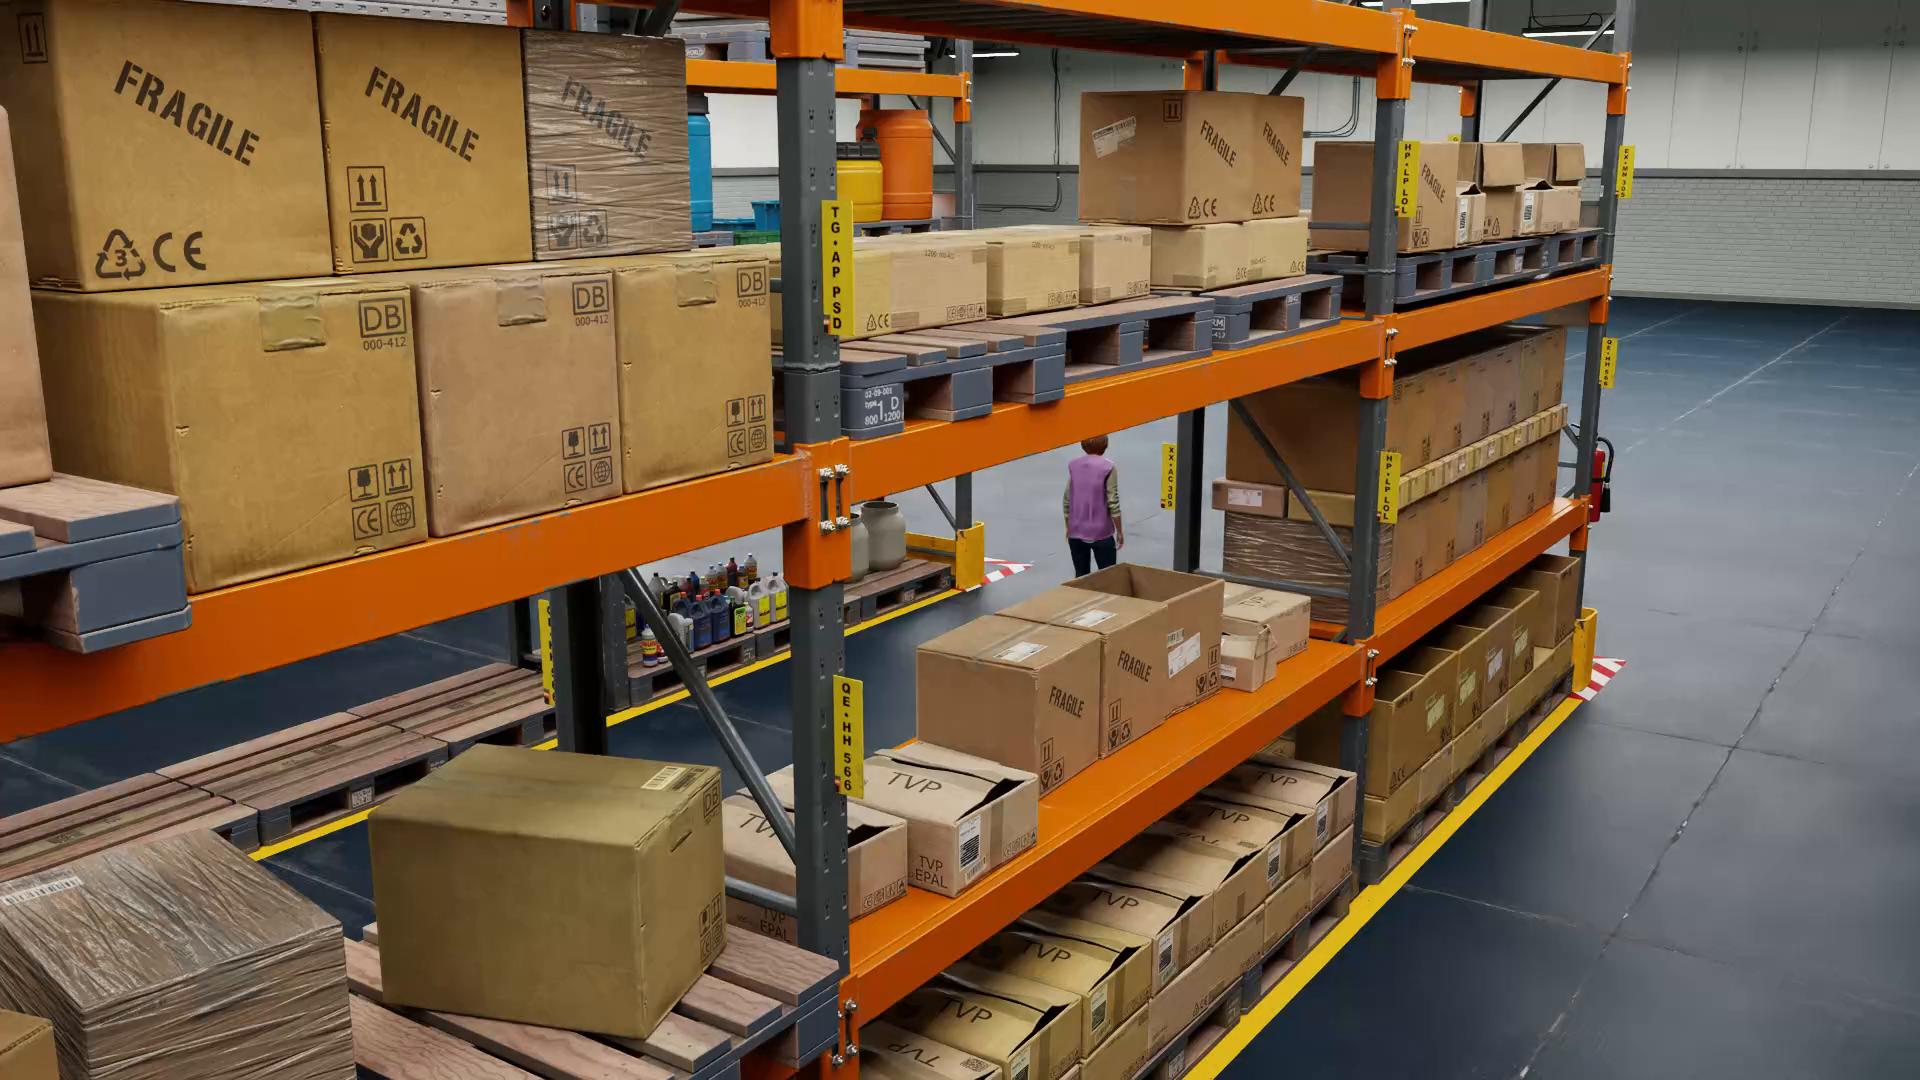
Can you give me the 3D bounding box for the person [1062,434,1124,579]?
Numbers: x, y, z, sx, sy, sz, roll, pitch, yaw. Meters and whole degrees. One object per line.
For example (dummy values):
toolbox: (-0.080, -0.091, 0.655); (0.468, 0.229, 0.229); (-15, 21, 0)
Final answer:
person: (0.974, -0.040, 12.176); (0.483, 1.594, 0.340); (8, 15, 30)
